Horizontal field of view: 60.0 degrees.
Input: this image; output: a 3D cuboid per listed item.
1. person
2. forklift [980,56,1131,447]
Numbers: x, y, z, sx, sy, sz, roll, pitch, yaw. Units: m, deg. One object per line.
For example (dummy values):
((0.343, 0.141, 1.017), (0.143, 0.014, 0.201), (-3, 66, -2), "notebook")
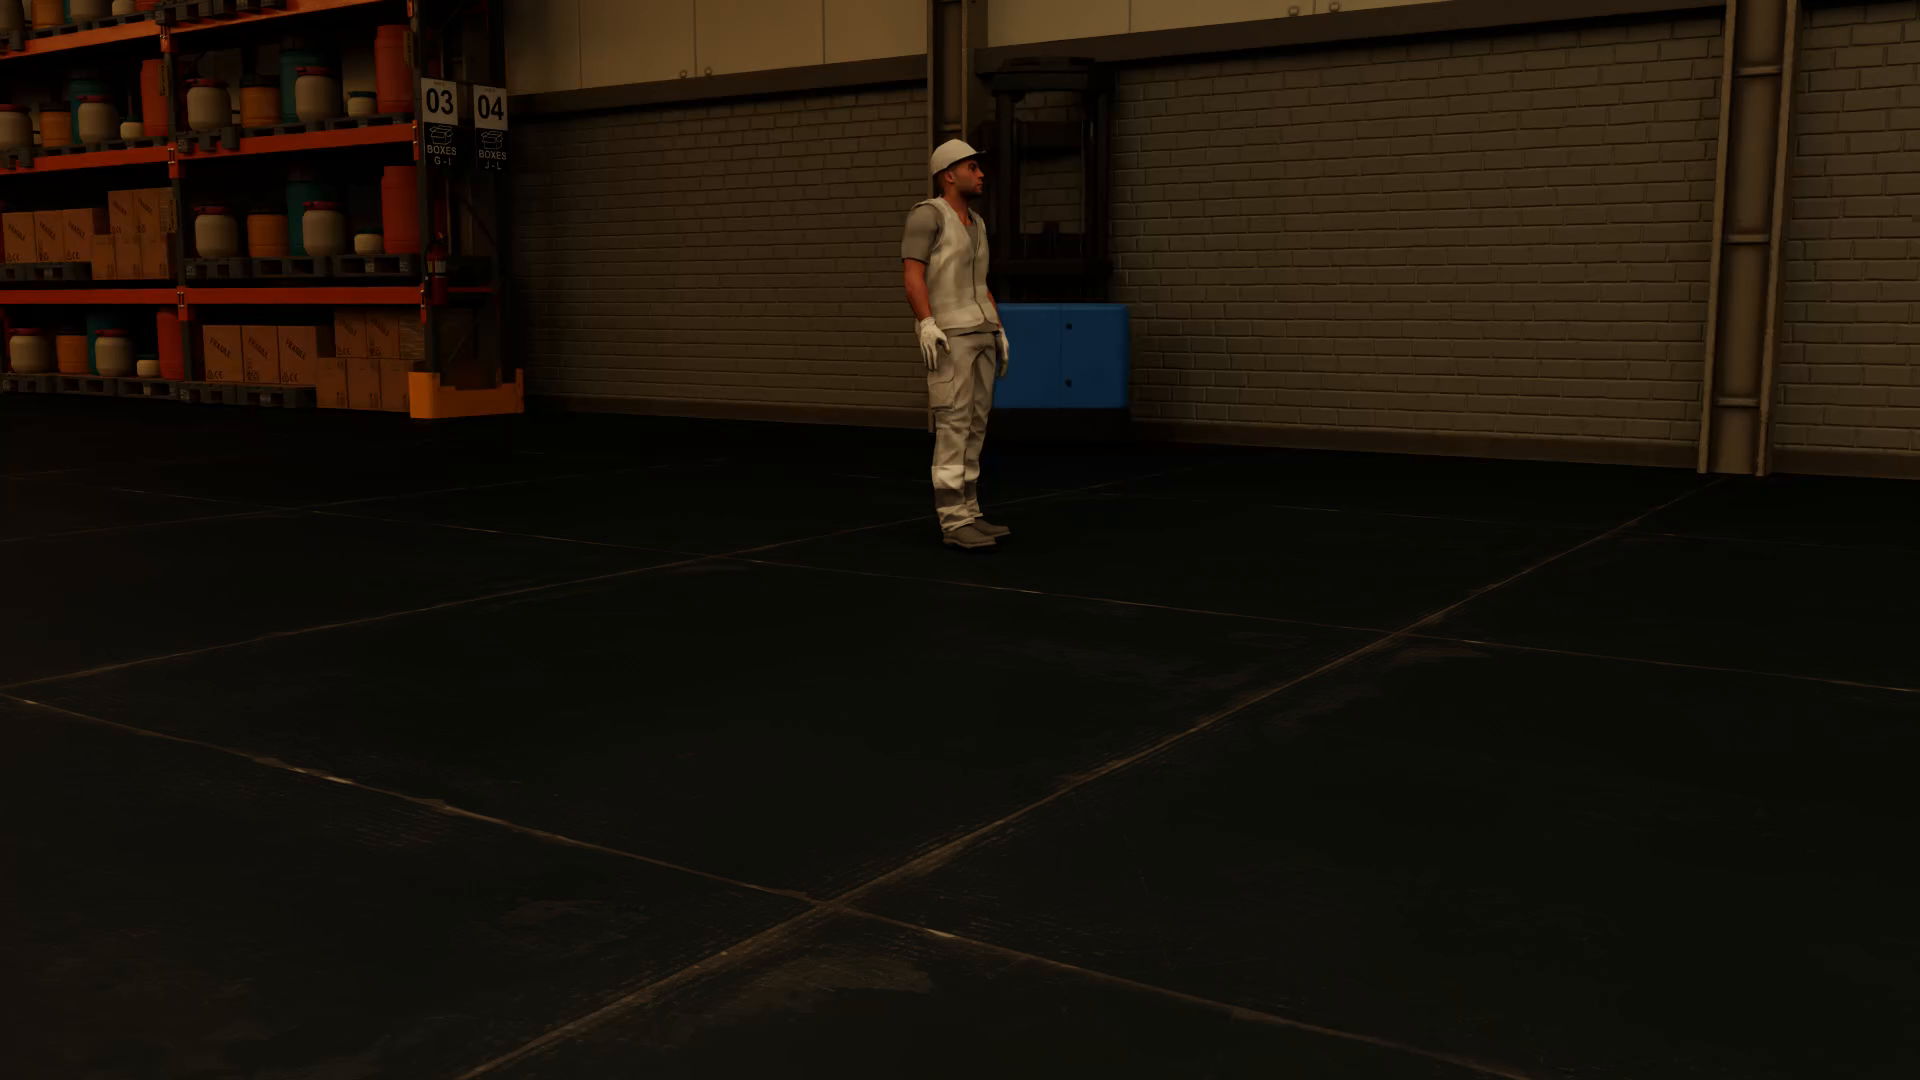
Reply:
((0.059, -0.885, 7.422), (0.564, 1.787, 0.637), (5, 10, 34), "person")
((0.707, -2.320, 13.508), (1.130, 2.935, 3.031), (0, 8, -1), "forklift")
